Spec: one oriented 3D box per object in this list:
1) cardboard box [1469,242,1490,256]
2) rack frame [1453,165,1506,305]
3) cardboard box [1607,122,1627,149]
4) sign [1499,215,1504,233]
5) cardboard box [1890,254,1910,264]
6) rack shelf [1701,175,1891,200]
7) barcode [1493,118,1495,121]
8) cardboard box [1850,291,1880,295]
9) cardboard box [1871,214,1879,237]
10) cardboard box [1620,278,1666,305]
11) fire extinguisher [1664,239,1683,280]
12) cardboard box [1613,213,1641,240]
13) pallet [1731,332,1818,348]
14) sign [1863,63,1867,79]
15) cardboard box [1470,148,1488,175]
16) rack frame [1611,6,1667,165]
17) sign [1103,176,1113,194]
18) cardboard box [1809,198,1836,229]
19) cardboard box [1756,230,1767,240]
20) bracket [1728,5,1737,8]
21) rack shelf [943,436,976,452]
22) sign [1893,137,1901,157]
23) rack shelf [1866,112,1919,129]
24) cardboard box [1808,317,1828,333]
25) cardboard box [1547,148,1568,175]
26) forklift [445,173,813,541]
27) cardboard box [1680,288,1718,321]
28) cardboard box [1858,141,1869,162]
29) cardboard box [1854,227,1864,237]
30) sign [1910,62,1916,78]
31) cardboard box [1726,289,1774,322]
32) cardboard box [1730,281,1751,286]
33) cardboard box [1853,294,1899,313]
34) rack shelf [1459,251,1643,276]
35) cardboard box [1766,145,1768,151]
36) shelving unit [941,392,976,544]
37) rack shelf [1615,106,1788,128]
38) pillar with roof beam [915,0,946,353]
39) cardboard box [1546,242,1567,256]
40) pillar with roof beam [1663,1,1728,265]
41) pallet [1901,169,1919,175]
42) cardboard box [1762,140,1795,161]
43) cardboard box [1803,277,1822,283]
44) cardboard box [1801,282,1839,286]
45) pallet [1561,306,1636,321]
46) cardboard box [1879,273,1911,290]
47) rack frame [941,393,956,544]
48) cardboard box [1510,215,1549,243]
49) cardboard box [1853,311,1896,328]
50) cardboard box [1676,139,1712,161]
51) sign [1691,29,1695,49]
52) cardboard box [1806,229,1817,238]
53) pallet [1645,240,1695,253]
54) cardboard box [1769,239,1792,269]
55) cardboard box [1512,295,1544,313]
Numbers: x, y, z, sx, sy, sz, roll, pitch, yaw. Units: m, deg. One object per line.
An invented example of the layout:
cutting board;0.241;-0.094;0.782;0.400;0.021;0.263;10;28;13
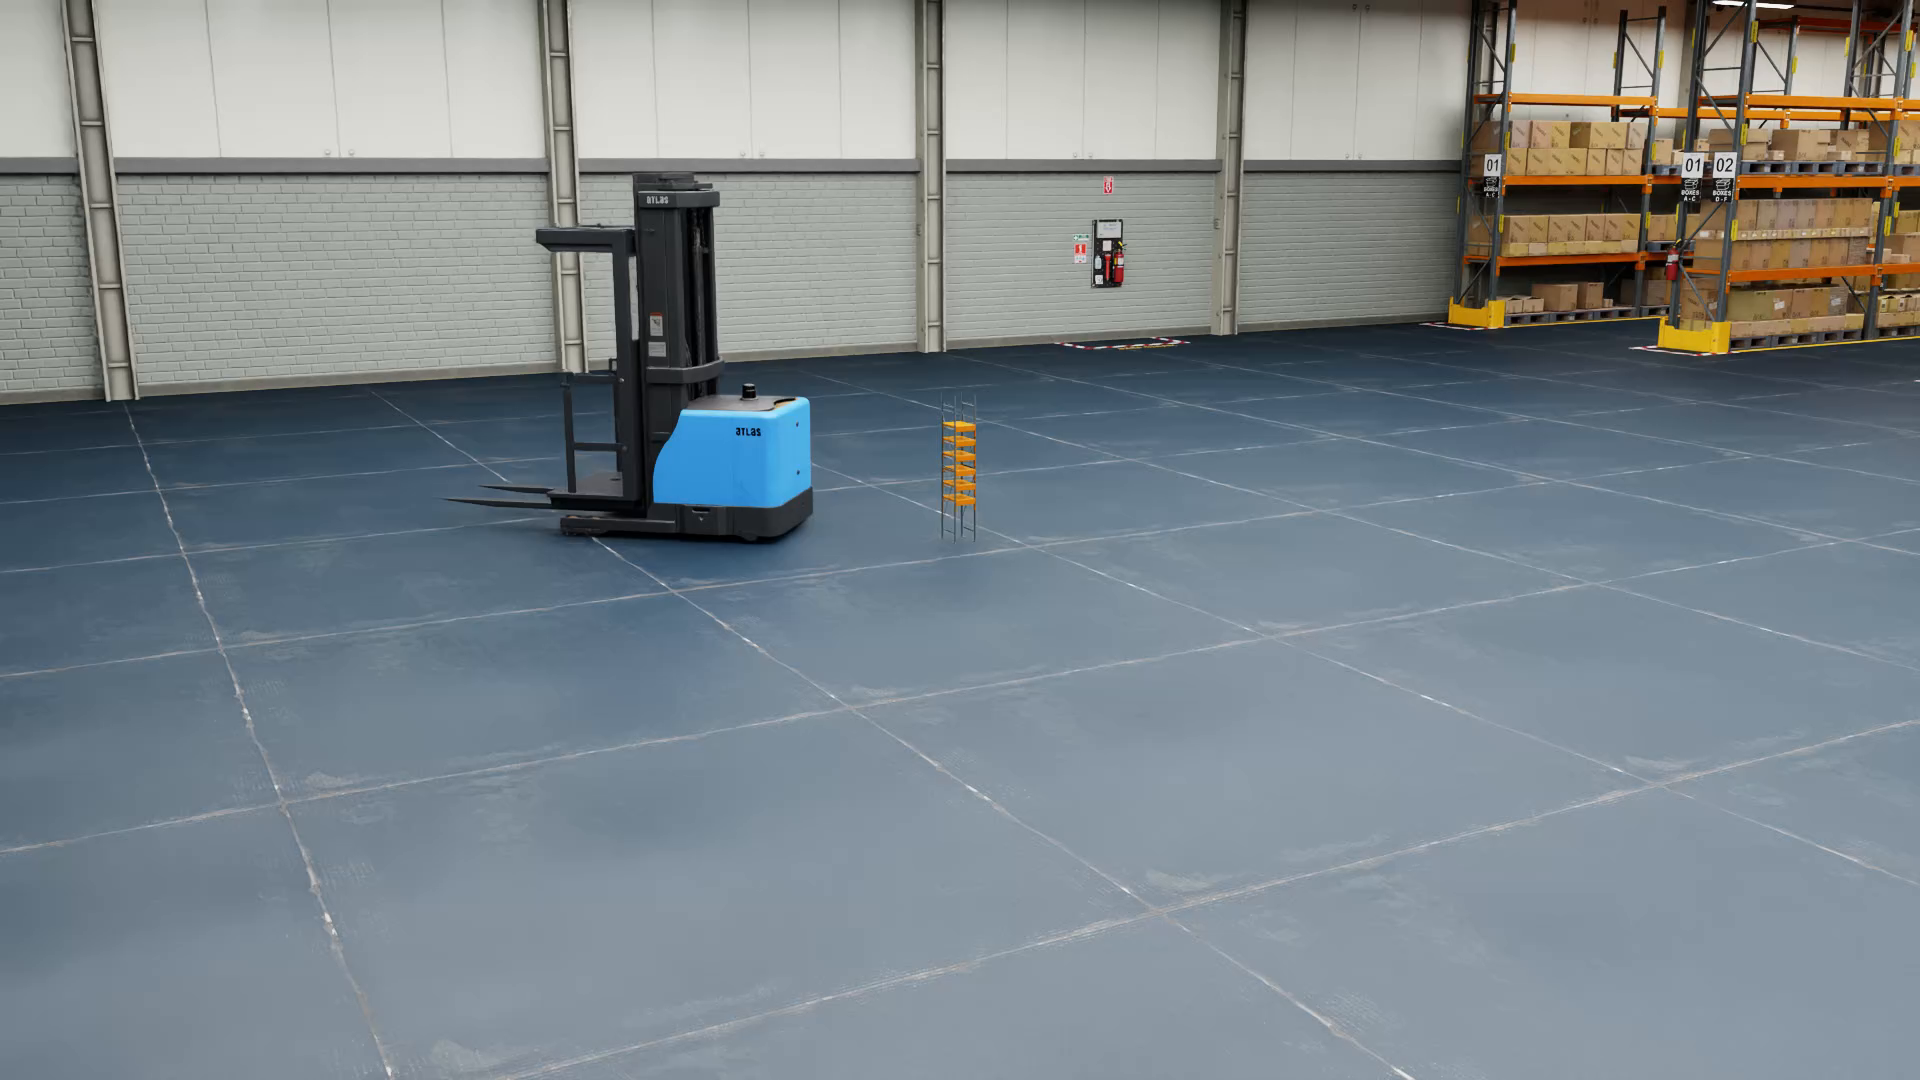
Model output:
cardboard box;10.179;-5.624;32.062;0.500;0.250;0.500;-7;14;-27
rack frame;9.862;-5.601;31.663;0.127;3.000;1.000;-7;14;-28
cardboard box;12.584;-7.866;32.348;0.500;0.500;0.500;-6;14;-25
sign;10.122;-5.918;31.103;0.005;0.325;0.100;-7;14;-28
cardboard box;16.625;-4.998;29.559;0.250;0.149;0.380;-7;14;-28
rack shelf;13.994;-5.969;28.107;4.000;0.370;1.077;-7;14;-28
barcode;10.245;-8.064;31.907;0.075;0.075;0.001;-7;14;-28
cardboard box;16.421;-4.358;30.170;0.500;0.311;0.500;-6;14;-26
cardboard box;20.110;-6.969;36.795;0.500;0.500;0.500;-7;15;-29
cardboard box;14.011;-5.097;34.117;0.500;0.500;0.700;-6;14;-26
fire extinguisher;11.912;-4.686;27.774;0.183;0.674;0.296;-7;14;-28
cardboard box;13.106;-6.214;32.979;0.500;0.500;0.500;-7;14;-28
pallet;13.959;-3.502;28.689;1.213;0.211;1.003;-7;14;-28
sign;20.150;-10.432;36.981;0.005;0.325;0.100;-7;14;-28
cardboard box;10.106;-7.215;31.732;0.500;0.500;0.500;-6;14;-24
rack frame;13.372;-8.948;32.874;0.127;3.000;1.000;-7;14;-28
sign;2.553;-6.106;28.631;0.199;0.298;0.001;-7;14;-28
cardboard box;14.480;-5.595;28.456;0.500;0.500;0.700;-7;14;-28
cardboard box;13.136;-5.066;27.581;0.250;0.149;0.380;-7;14;-28
bracket;15.862;-11.130;34.372;0.430;0.232;0.235;-7;14;-28
rack shelf;-0.013;-0.775;13.428;0.180;0.103;0.258;-7;14;-28
sign;16.017;-6.715;28.423;0.005;0.325;0.100;-7;14;-28
rack shelf;22.150;-9.454;37.672;4.000;0.370;1.077;-7;14;-28
cardboard box;14.572;-3.733;28.673;0.500;0.250;0.500;-7;14;-28
cardboard box;11.217;-7.215;31.729;0.500;0.500;0.500;-6;14;-25
forklift;-2.833;-1.563;13.879;3.031;2.935;1.130;3;13;12
cardboard box;12.566;-3.989;28.102;0.500;0.500;0.500;-7;14;-28
cardboard box;19.569;-8.518;36.567;0.500;0.500;0.700;-8;15;-31
cardboard box;15.395;-5.337;28.786;0.250;0.149;0.380;-7;15;-29
sign;20.665;-10.181;36.044;0.005;0.325;0.100;-7;14;-28
cardboard box;13.254;-3.942;27.892;0.500;0.500;0.500;-7;14;-28
cardboard box;16.276;-5.351;35.248;0.500;0.500;0.700;-7;14;-27
cardboard box;16.231;-4.200;29.467;0.500;0.311;0.500;-7;14;-28
rack shelf;11.617;-5.460;32.677;4.000;0.370;1.077;-7;14;-28
cardboard box;13.123;-6.482;27.813;0.500;0.250;0.500;-7;14;-28
shelving unit;-0.013;-0.584;13.471;0.189;1.200;0.258;-7;14;-28
rack shelf;15.128;-8.612;33.932;4.000;0.370;1.077;-7;14;-28
pillar with roof beam;1.591;-6.676;22.776;0.400;9.000;9.100;-7;14;-28
cardboard box;11.341;-5.637;32.122;0.500;0.250;0.500;-7;15;-29
pillar with roof beam;17.391;-8.569;31.191;0.548;9.000;9.100;-7;14;-28
pallet;17.727;-6.652;29.935;1.213;0.211;1.003;-6;14;-25
cardboard box;17.274;-8.230;35.286;0.500;0.500;0.700;-8;15;-32
cardboard box;18.364;-5.741;36.228;0.750;0.750;0.750;-7;14;-28
cardboard box;15.192;-4.308;29.518;0.500;0.500;0.500;-7;14;-28
pallet;12.800;-4.583;33.495;1.213;0.211;1.003;-7;14;-28
cardboard box;21.100;-5.907;37.763;0.500;0.500;0.700;-7;14;-27
rack frame;-0.093;-0.574;13.428;0.006;1.200;0.240;-7;14;-28
cardboard box;10.863;-5.945;31.783;0.500;0.500;0.500;-7;14;-28
cardboard box;16.222;-3.925;29.525;0.500;0.250;0.500;-7;15;-29
cardboard box;14.973;-7.910;33.910;0.500;0.500;0.500;-7;15;-30
sign;11.991;-8.173;27.124;0.005;0.325;0.100;-7;14;-28
cardboard box;14.266;-5.201;28.181;0.250;0.149;0.380;-6;14;-26
pallet;14.113;-5.980;33.787;1.213;0.211;1.003;-7;14;-28
cardboard box;13.551;-4.849;28.096;0.500;0.500;0.700;-7;14;-27
cardboard box;11.012;-4.619;32.423;0.500;0.311;0.500;-6;14;-23
